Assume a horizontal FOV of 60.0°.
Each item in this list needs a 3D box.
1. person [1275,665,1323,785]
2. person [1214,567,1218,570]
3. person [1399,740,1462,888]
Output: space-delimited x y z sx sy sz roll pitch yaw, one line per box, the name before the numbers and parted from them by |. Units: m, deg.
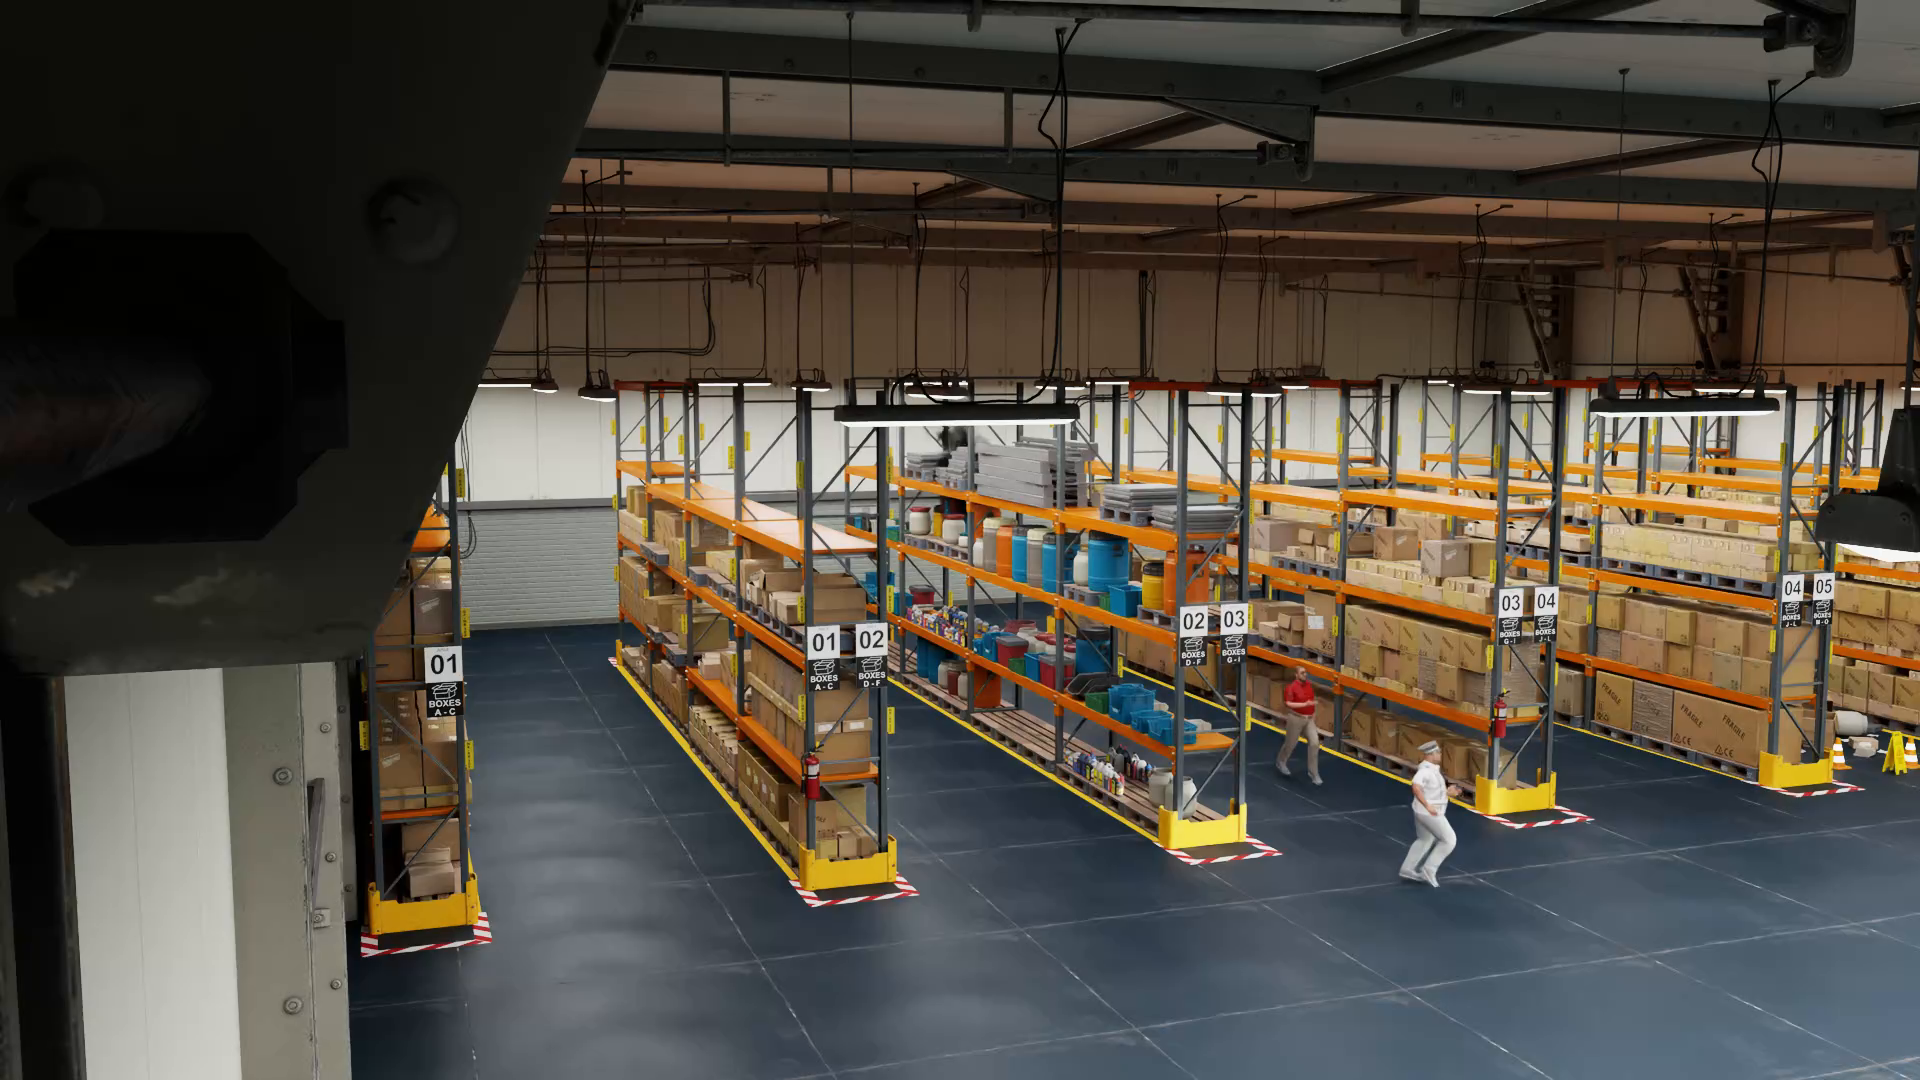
person | 5.175 2.794 25.336 0.641 1.784 0.845 -3 7 -28
person | 6.376 1.216 40.778 0.674 1.656 0.536 5 8 39
person | 5.748 3.330 20.243 0.731 1.810 0.633 1 6 6
